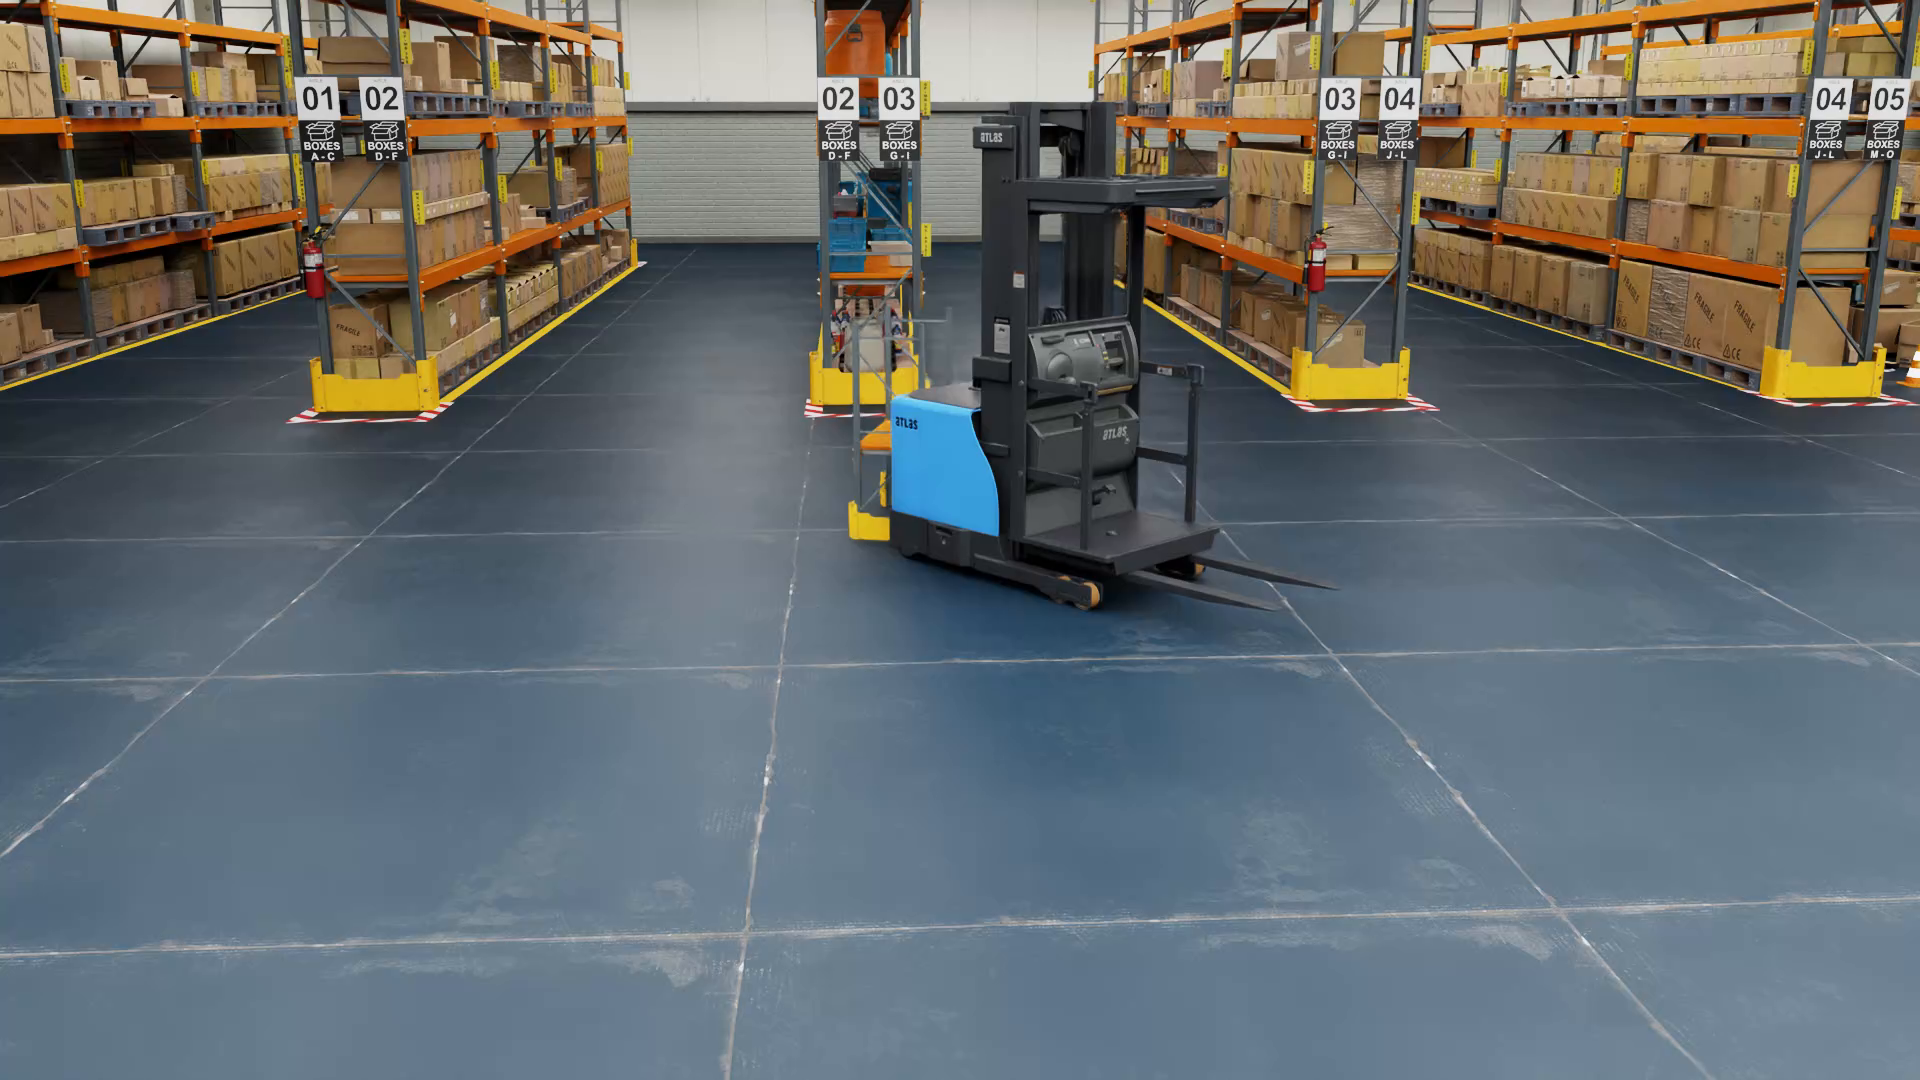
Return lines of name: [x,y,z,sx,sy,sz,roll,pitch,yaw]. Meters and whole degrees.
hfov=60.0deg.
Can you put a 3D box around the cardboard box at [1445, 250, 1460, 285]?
cardboard box: [8.137,-4.383,26.714,0.500,0.500,0.500,-2,15,-6]

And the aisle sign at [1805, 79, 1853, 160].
aisle sign: [8.717,-4.217,16.679,0.394,0.787,0.004,-1,14,-3]

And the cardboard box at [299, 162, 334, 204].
cardboard box: [-11.631,-6.327,29.494,0.980,0.700,0.700,-2,15,-6]

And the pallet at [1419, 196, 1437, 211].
pallet: [8.171,-5.679,27.965,1.003,0.211,1.213,-1,14,-3]

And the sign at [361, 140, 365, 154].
sign: [-11.225,-7.359,31.309,0.100,0.325,0.005,-1,14,-3]

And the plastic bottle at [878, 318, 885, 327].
plastic bottle: [-0.943,-2.529,19.920,0.152,0.276,0.135,-1,14,-3]

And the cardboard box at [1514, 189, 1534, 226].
cardboard box: [8.309,-4.776,23.869,0.500,0.500,0.500,-1,14,-4]

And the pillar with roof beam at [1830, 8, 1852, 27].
pillar with roof beam: [14.345,-10.662,34.906,9.100,9.000,0.400,-1,14,-3]

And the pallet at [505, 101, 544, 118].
pallet: [-6.124,-5.682,21.950,1.003,0.211,1.213,0,14,-1]

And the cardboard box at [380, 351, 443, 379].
cardboard box: [-5.643,-1.785,17.121,0.500,0.250,0.500,-1,14,-3]

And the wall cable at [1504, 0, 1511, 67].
wall cable: [12.322,-11.377,37.684,0.463,3.000,0.029,-1,14,-3]

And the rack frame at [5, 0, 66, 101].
rack frame: [-11.024,-6.600,19.117,1.000,3.000,0.127,-1,14,-3]

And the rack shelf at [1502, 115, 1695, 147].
rack shelf: [8.641,-5.577,22.605,1.077,0.370,4.000,-1,14,-3]

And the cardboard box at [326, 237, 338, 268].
cardboard box: [-11.521,-5.117,29.567,0.700,0.500,0.500,-1,14,-2]

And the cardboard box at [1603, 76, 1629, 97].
cardboard box: [8.561,-5.780,21.209,0.500,0.250,0.500,-1,14,-3]

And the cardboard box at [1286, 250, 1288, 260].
cardboard box: [3.776,-3.124,18.151,0.380,0.149,0.250,-1,14,-3]

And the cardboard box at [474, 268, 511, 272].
cardboard box: [-6.547,-3.644,23.221,0.500,0.311,0.500,-1,14,-5]

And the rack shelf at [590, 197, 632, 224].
rack shelf: [-6.699,-5.910,29.921,1.077,0.370,4.000,-1,14,-3]

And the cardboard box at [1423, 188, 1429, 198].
cardboard box: [7.883,-5.748,27.507,0.380,0.149,0.250,-1,14,-3]

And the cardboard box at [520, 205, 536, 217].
cardboard box: [-6.349,-4.632,23.689,0.500,0.311,0.500,0,14,0]

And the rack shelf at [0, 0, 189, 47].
rack shelf: [-11.148,-6.555,21.190,1.077,0.370,4.000,-1,14,-3]

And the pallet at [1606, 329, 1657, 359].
pallet: [8.733,-2.434,20.564,1.003,0.211,1.213,-1,14,-3]

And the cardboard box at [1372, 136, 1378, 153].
cardboard box: [7.866,-7.139,30.447,0.500,0.500,0.500,-1,14,-5]

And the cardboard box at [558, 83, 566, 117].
cardboard box: [-6.452,-6.632,25.061,0.910,0.500,0.500,-1,14,-3]

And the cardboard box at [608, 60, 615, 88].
cardboard box: [-6.775,-8.614,30.758,0.700,0.500,0.500,-1,14,-3]

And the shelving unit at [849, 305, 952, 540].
shelving unit: [-0.391,-0.858,11.850,0.587,1.500,1.083,3,15,10]

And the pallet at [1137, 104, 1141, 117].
pallet: [3.418,-7.046,27.256,0.805,0.209,1.217,-1,15,-6]

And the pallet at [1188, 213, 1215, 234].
pallet: [3.723,-4.334,22.735,1.003,0.211,1.213,-1,14,-3]

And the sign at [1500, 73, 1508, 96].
sign: [7.975,-6.665,24.354,0.100,0.325,0.005,-1,14,-3]

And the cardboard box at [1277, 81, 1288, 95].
cardboard box: [3.654,-4.890,17.993,0.380,0.149,0.250,-2,15,-6]

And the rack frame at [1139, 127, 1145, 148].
rack frame: [3.064,-6.908,32.355,1.000,3.000,0.127,-1,14,-3]

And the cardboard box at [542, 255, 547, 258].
cardboard box: [-6.652,-4.127,25.679,0.500,0.500,0.500,-1,14,-5]

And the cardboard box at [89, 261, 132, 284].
cardboard box: [-11.153,-3.481,21.666,0.500,0.250,0.500,-1,14,-5]

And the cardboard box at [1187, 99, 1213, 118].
cardboard box: [3.408,-5.922,22.805,0.500,0.250,0.500,-1,14,-2]

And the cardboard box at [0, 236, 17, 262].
cardboard box: [-10.590,-3.144,17.988,0.500,0.250,0.500,-1,14,-3]

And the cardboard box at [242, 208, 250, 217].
cardboard box: [-11.167,-5.044,25.574,0.380,0.149,0.250,-1,14,-3]

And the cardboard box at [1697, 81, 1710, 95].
cardboard box: [8.542,-5.084,18.706,0.380,0.149,0.250,-1,14,-3]

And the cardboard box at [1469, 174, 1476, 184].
cardboard box: [8.015,-5.517,25.416,0.380,0.149,0.250,-1,14,-4]

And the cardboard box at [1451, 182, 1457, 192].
cardboard box: [7.966,-5.567,26.209,0.380,0.149,0.250,-1,14,-4]

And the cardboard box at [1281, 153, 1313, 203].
cardboard box: [3.738,-3.863,17.715,0.500,0.500,0.500,-1,14,-3]

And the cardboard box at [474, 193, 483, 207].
cardboard box: [-5.836,-4.008,19.583,0.380,0.149,0.250,-1,14,-5]

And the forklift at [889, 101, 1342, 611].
forklift: [0.915,-1.148,10.104,1.130,2.935,3.031,-14,20,-42]

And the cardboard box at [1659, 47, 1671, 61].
cardboard box: [8.480,-5.722,19.586,0.380,0.149,0.250,-1,14,-4]

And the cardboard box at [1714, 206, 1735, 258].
cardboard box: [8.979,-3.422,18.506,0.875,0.550,0.550,-1,14,-3]

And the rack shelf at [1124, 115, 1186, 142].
rack shelf: [3.436,-6.520,26.272,1.077,0.370,4.000,-1,14,-3]

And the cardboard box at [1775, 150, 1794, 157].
cardboard box: [13.118,-5.856,26.060,0.500,0.500,0.500,-1,14,-2]

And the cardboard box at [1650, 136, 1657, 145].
cardboard box: [12.850,-7.304,30.384,0.380,0.149,0.250,-1,14,-5]

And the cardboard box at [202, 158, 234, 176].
cardboard box: [-11.076,-5.505,24.559,0.500,0.250,0.500,-1,14,-4]
